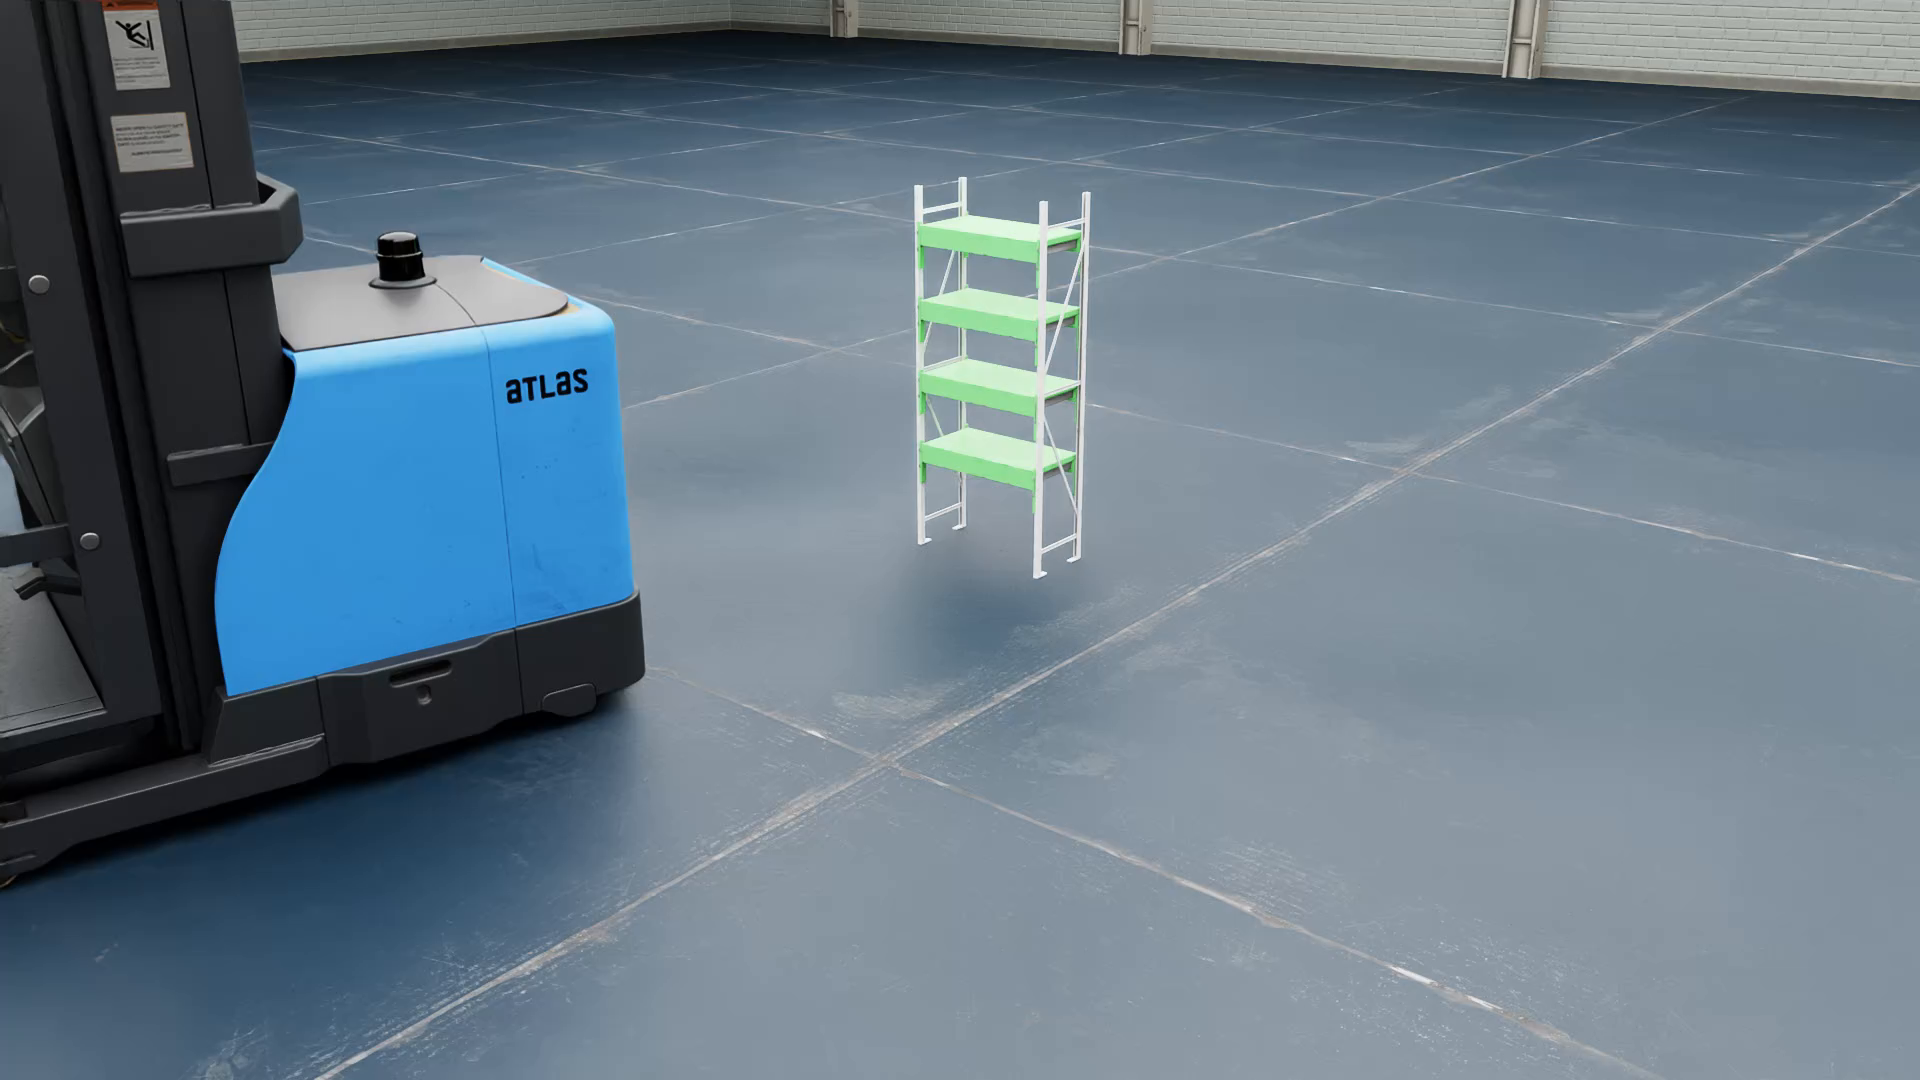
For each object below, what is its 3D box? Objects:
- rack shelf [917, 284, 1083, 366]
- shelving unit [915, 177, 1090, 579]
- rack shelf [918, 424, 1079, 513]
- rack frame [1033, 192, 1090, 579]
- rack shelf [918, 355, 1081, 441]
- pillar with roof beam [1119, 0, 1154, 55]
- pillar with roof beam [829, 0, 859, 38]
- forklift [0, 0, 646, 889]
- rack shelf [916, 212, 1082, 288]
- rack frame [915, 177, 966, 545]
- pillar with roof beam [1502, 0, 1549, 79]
[{"bbox_3d":[0.128,-0.689,5.296,0.480,0.148,0.258,16,26,36],"label":"rack shelf"},{"bbox_3d":[0.128,-0.524,5.359,0.503,1.200,0.258,16,26,36],"label":"shelving unit"},{"bbox_3d":[0.128,-0.240,5.466,0.480,0.148,0.258,16,26,36],"label":"rack shelf"},{"bbox_3d":[0.317,-0.470,5.214,0.015,1.200,0.240,16,26,36],"label":"rack frame"},{"bbox_3d":[0.128,-0.465,5.381,0.480,0.148,0.258,16,26,36],"label":"rack shelf"},{"bbox_3d":[-0.070,-10.395,20.481,0.400,9.000,9.100,16,26,36],"label":"pillar with roof beam"},{"bbox_3d":[-4.719,-11.734,24.031,0.400,9.000,9.100,16,26,36],"label":"pillar with roof beam"},{"bbox_3d":[-2.350,-0.773,3.565,3.031,2.935,1.130,-14,25,-33],"label":"forklift"},{"bbox_3d":[0.128,-0.914,5.212,0.480,0.148,0.258,16,26,36],"label":"rack shelf"},{"bbox_3d":[-0.061,-0.579,5.503,0.015,1.200,0.240,16,26,36],"label":"rack frame"},{"bbox_3d":[4.578,-9.057,16.931,0.400,9.000,9.100,16,26,36],"label":"pillar with roof beam"}]
